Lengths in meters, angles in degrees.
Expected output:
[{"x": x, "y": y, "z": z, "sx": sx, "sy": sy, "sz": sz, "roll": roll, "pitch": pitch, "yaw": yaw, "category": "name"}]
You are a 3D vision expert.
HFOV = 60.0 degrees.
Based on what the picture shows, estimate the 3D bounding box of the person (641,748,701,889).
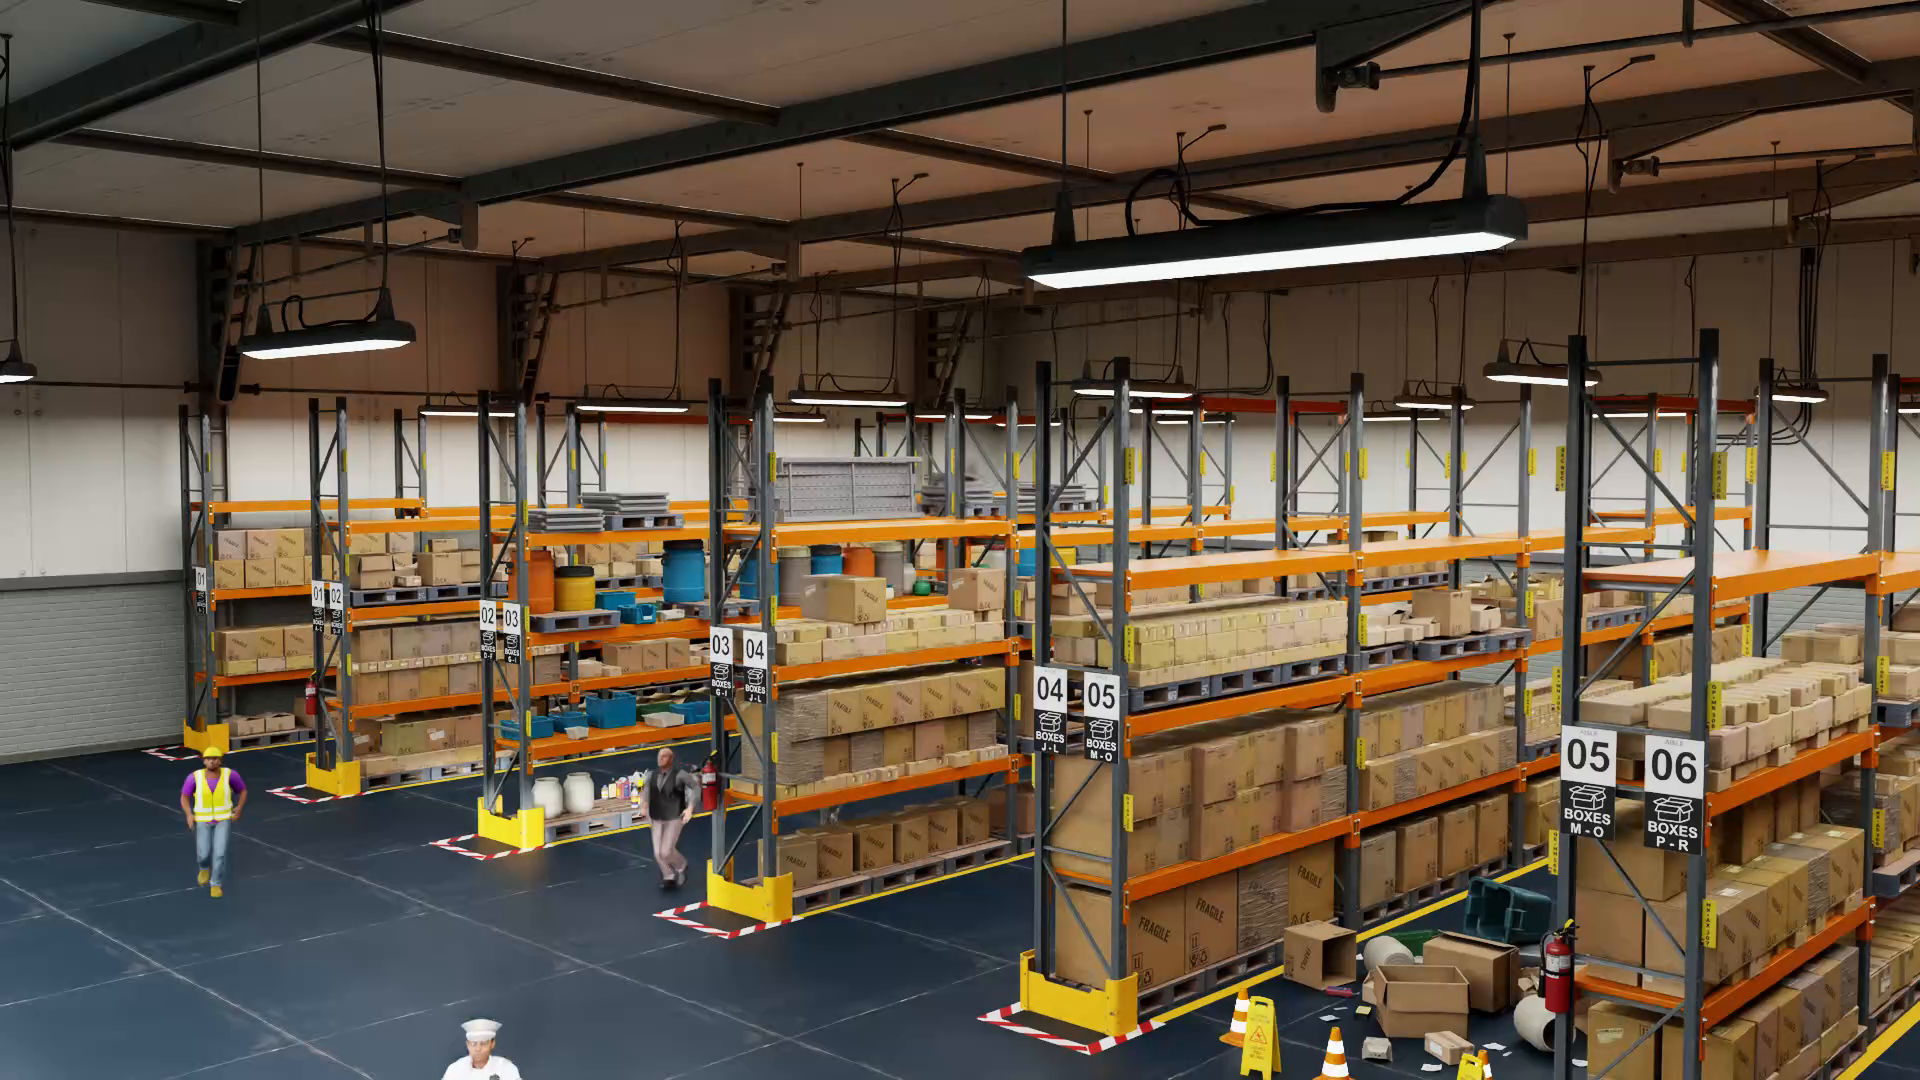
[{"x": -3.452, "y": 3.283, "z": 19.511, "sx": 0.699, "sy": 1.679, "sz": 0.584, "roll": 1, "pitch": 3, "yaw": 20, "category": "person"}]

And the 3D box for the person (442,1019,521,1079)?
[{"x": -2.989, "y": 3.793, "z": 10.396, "sx": 0.577, "sy": 1.686, "sz": 0.760, "roll": 0, "pitch": 3, "yaw": -8, "category": "person"}]

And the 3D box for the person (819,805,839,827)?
[{"x": -1.783, "y": 3.220, "z": 22.467, "sx": 0.529, "sy": 1.546, "sz": 0.583, "roll": 2, "pitch": 3, "yaw": 31, "category": "person"}]

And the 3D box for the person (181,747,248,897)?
[{"x": -8.740, "y": 3.275, "z": 19.510, "sx": 0.720, "sy": 1.738, "sz": 0.578, "roll": -1, "pitch": 3, "yaw": -24, "category": "person"}]
